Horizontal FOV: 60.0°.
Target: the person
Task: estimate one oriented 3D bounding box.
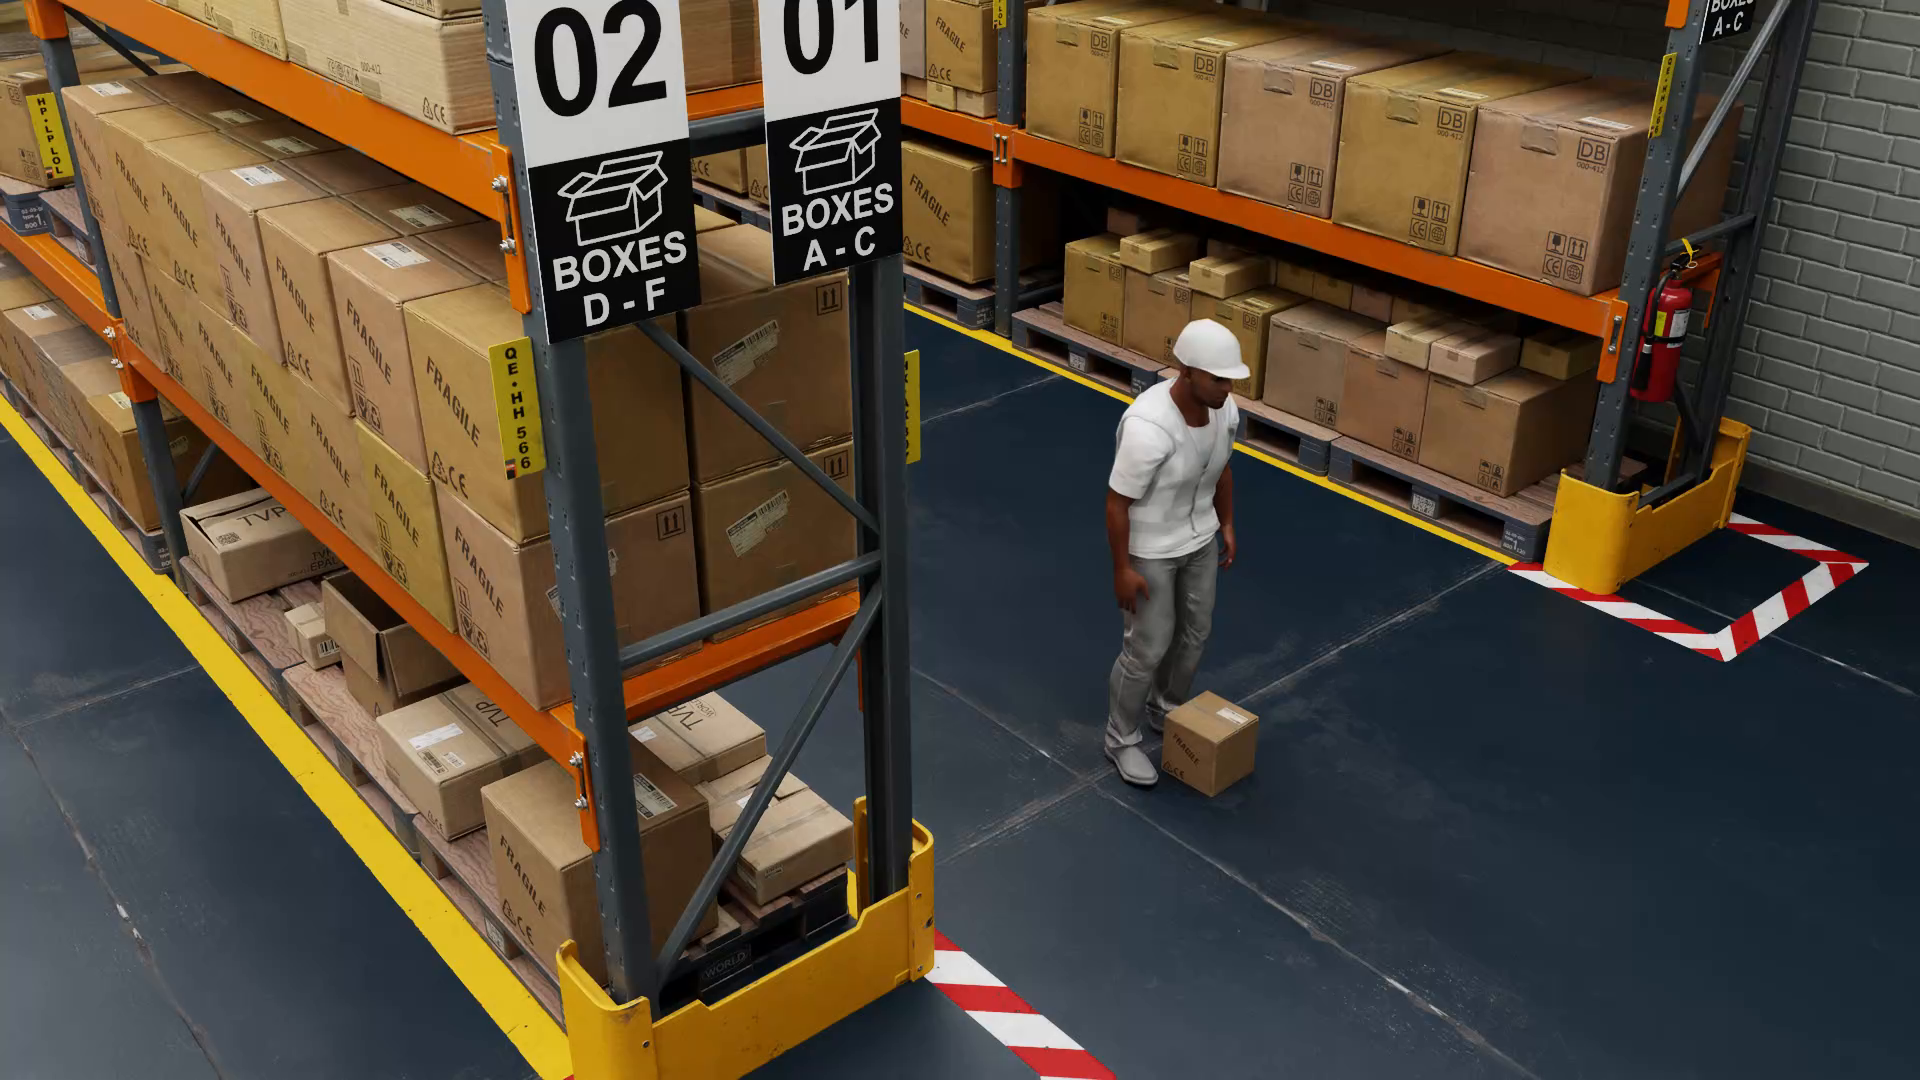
[{"bbox_3d":[0.787,0.026,6.054,0.630,1.761,0.462,-22,35,-35],"label":"person"}]
